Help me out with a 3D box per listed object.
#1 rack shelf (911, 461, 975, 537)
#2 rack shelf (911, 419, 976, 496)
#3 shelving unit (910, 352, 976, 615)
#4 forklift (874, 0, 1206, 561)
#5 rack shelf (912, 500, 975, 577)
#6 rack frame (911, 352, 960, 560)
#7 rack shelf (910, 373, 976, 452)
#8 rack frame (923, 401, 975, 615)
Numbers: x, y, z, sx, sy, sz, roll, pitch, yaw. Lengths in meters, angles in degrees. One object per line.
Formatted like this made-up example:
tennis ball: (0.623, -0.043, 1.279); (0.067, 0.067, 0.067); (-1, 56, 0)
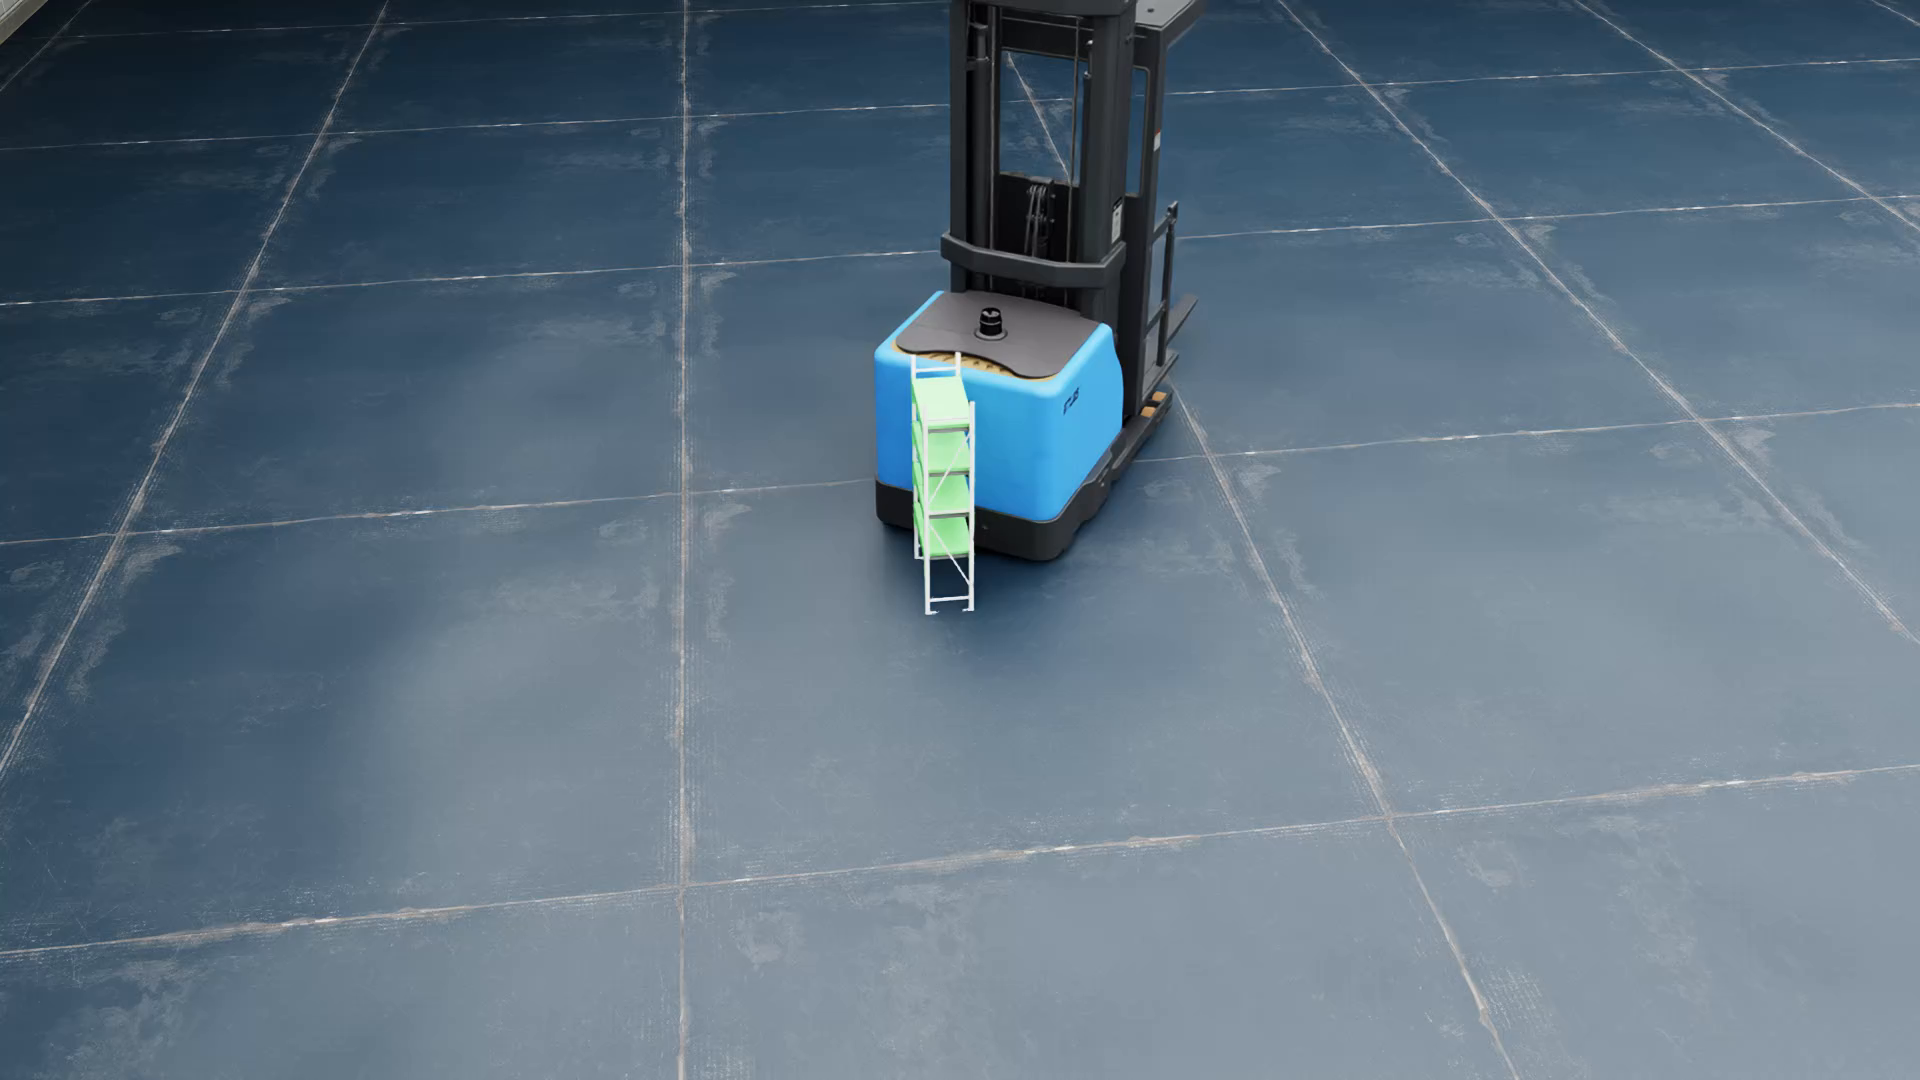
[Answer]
rack shelf: (-0.085, -0.217, 8.245); (0.258, 0.148, 0.480); (-4, 35, -6)
rack shelf: (-0.085, -0.416, 8.110); (0.258, 0.148, 0.480); (-4, 35, -6)
shelving unit: (-0.085, -0.270, 8.209); (0.258, 1.200, 0.503); (-4, 35, -6)
forklift: (0.618, -1.922, 9.097); (1.130, 2.935, 3.031); (14, 37, 20)
rack shelf: (-0.085, -0.019, 8.381); (0.258, 0.148, 0.480); (-4, 35, -6)
rack frame: (-0.118, -0.406, 8.409); (0.240, 1.200, 0.015); (-4, 35, -6)
rack shelf: (-0.085, -0.614, 7.975); (0.258, 0.148, 0.480); (-4, 35, -6)
rack frame: (-0.053, -0.134, 8.010); (0.240, 1.200, 0.015); (-4, 35, -6)
